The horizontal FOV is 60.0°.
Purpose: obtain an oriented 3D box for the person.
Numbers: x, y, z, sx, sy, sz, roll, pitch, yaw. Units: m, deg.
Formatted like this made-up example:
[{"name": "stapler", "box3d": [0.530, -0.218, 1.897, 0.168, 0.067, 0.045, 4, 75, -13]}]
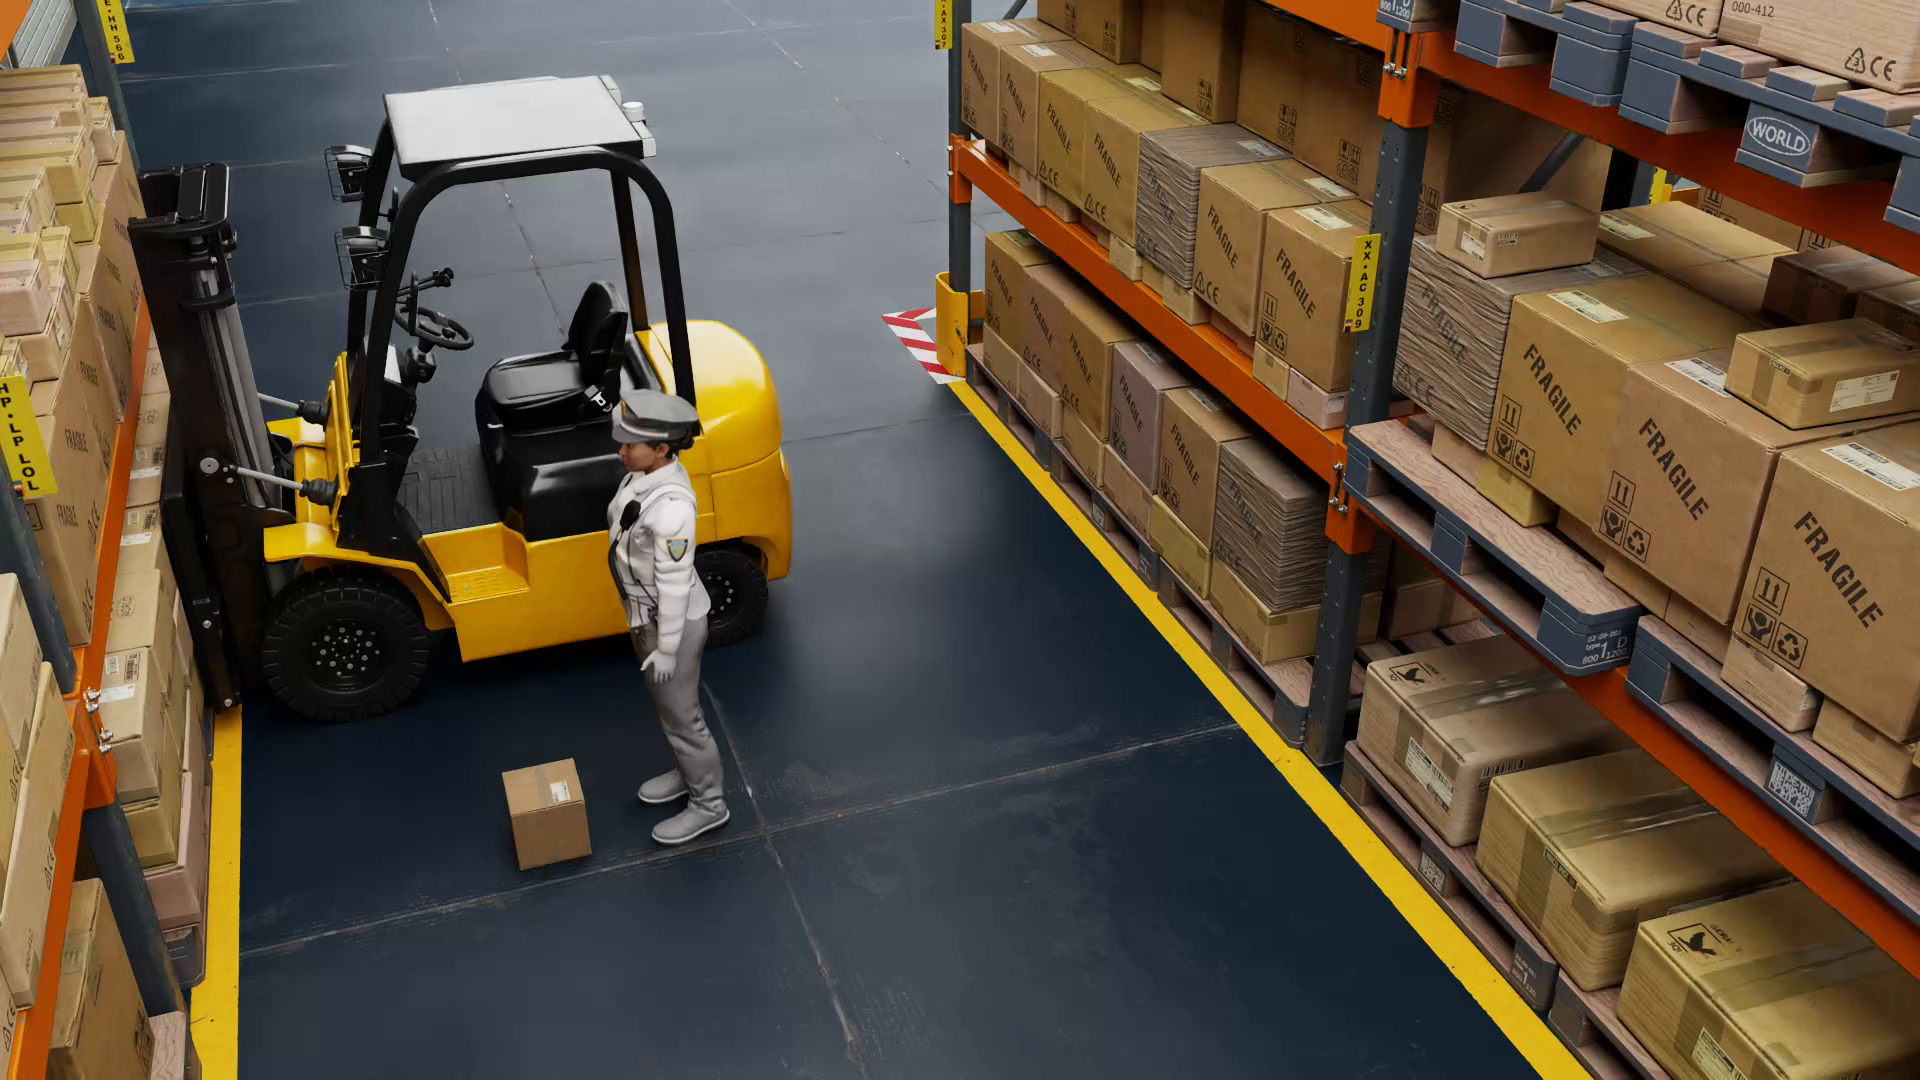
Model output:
[{"name": "person", "box3d": [-1.005, 0.269, 5.648, 0.344, 1.684, 0.466, -10, 31, -16]}]
